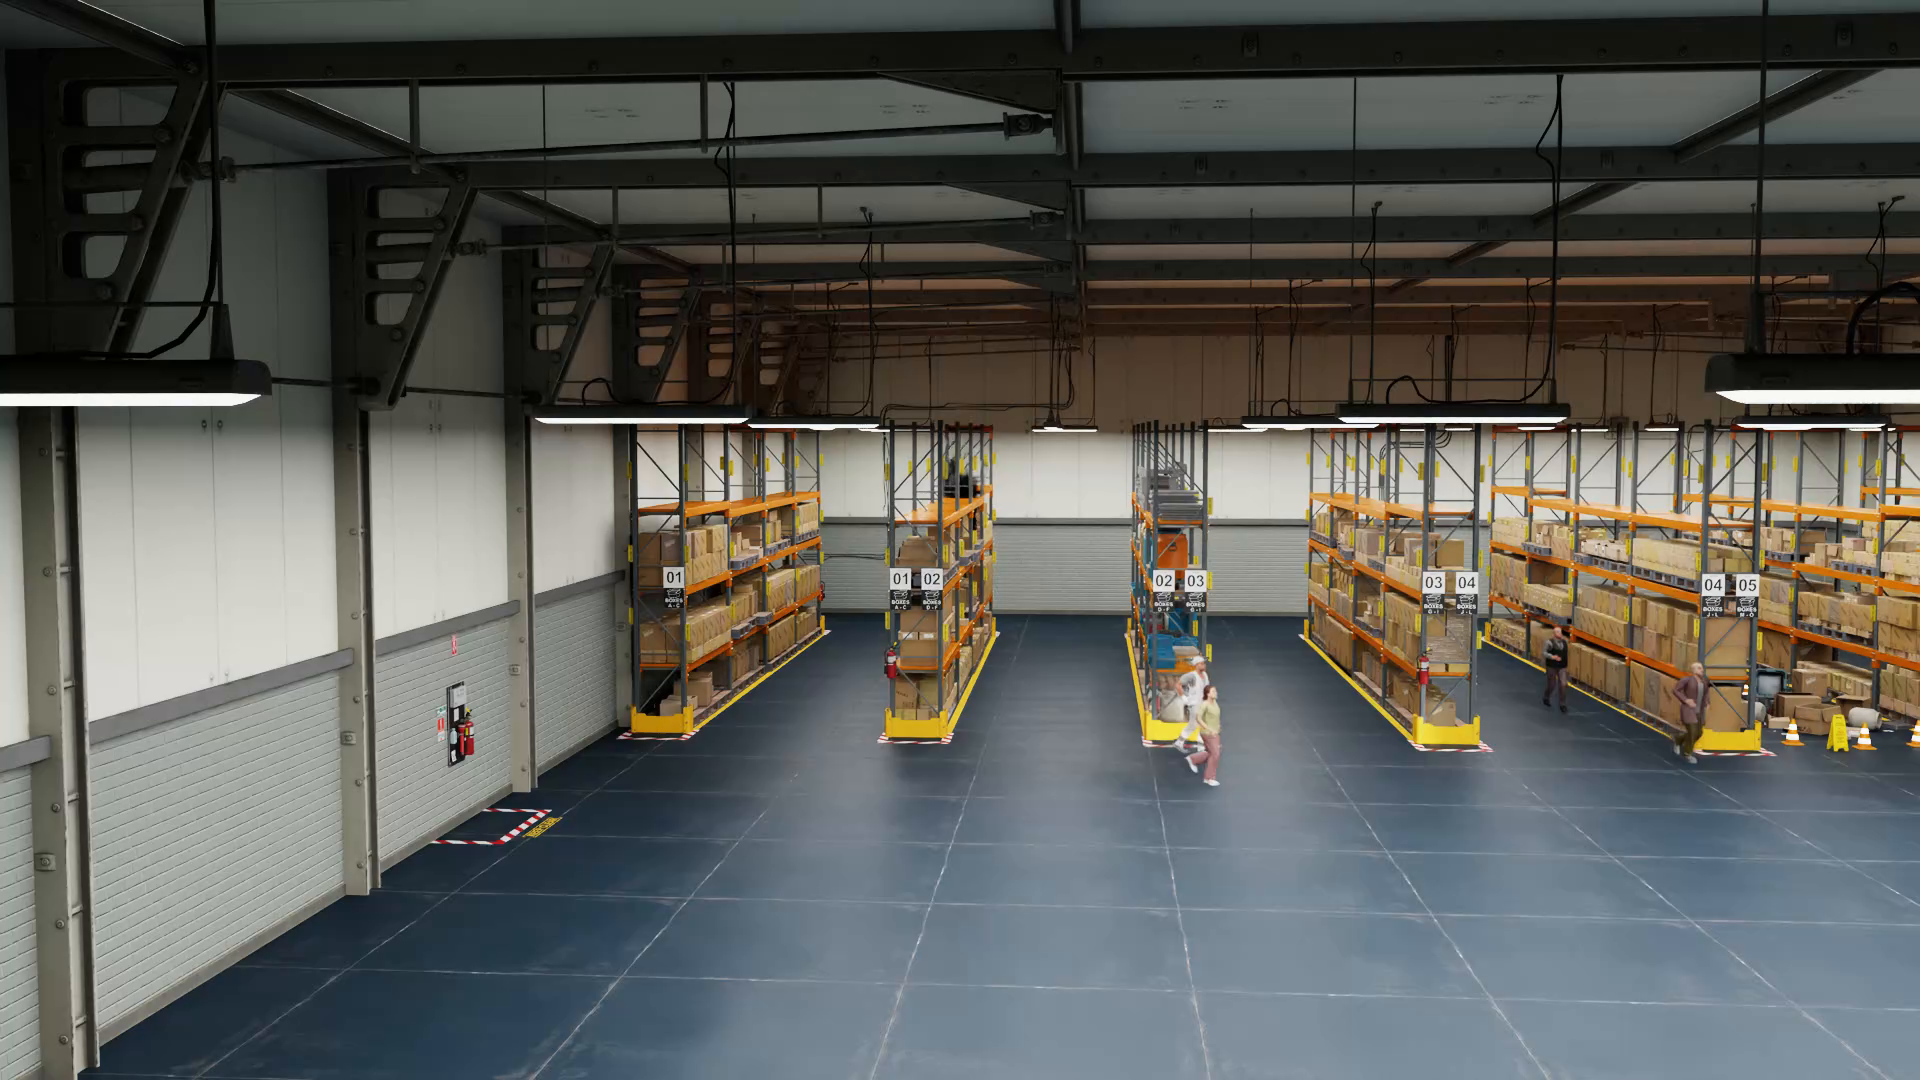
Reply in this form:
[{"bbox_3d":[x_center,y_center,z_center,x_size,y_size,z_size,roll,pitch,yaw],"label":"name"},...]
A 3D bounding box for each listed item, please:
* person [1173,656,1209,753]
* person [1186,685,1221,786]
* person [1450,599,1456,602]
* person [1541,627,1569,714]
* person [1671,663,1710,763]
[{"bbox_3d":[4.175,2.963,29.498,0.804,1.834,0.664,3,4,36],"label":"person"},{"bbox_3d":[4.006,3.182,27.332,0.626,1.652,0.586,3,4,36],"label":"person"},{"bbox_3d":[13.292,1.993,45.228,0.747,1.755,0.921,0,4,7],"label":"person"},{"bbox_3d":[12.358,2.674,34.509,0.650,1.741,0.888,0,4,-4],"label":"person"},{"bbox_3d":[12.885,3.016,29.320,0.750,1.728,0.713,-1,4,-15],"label":"person"}]
